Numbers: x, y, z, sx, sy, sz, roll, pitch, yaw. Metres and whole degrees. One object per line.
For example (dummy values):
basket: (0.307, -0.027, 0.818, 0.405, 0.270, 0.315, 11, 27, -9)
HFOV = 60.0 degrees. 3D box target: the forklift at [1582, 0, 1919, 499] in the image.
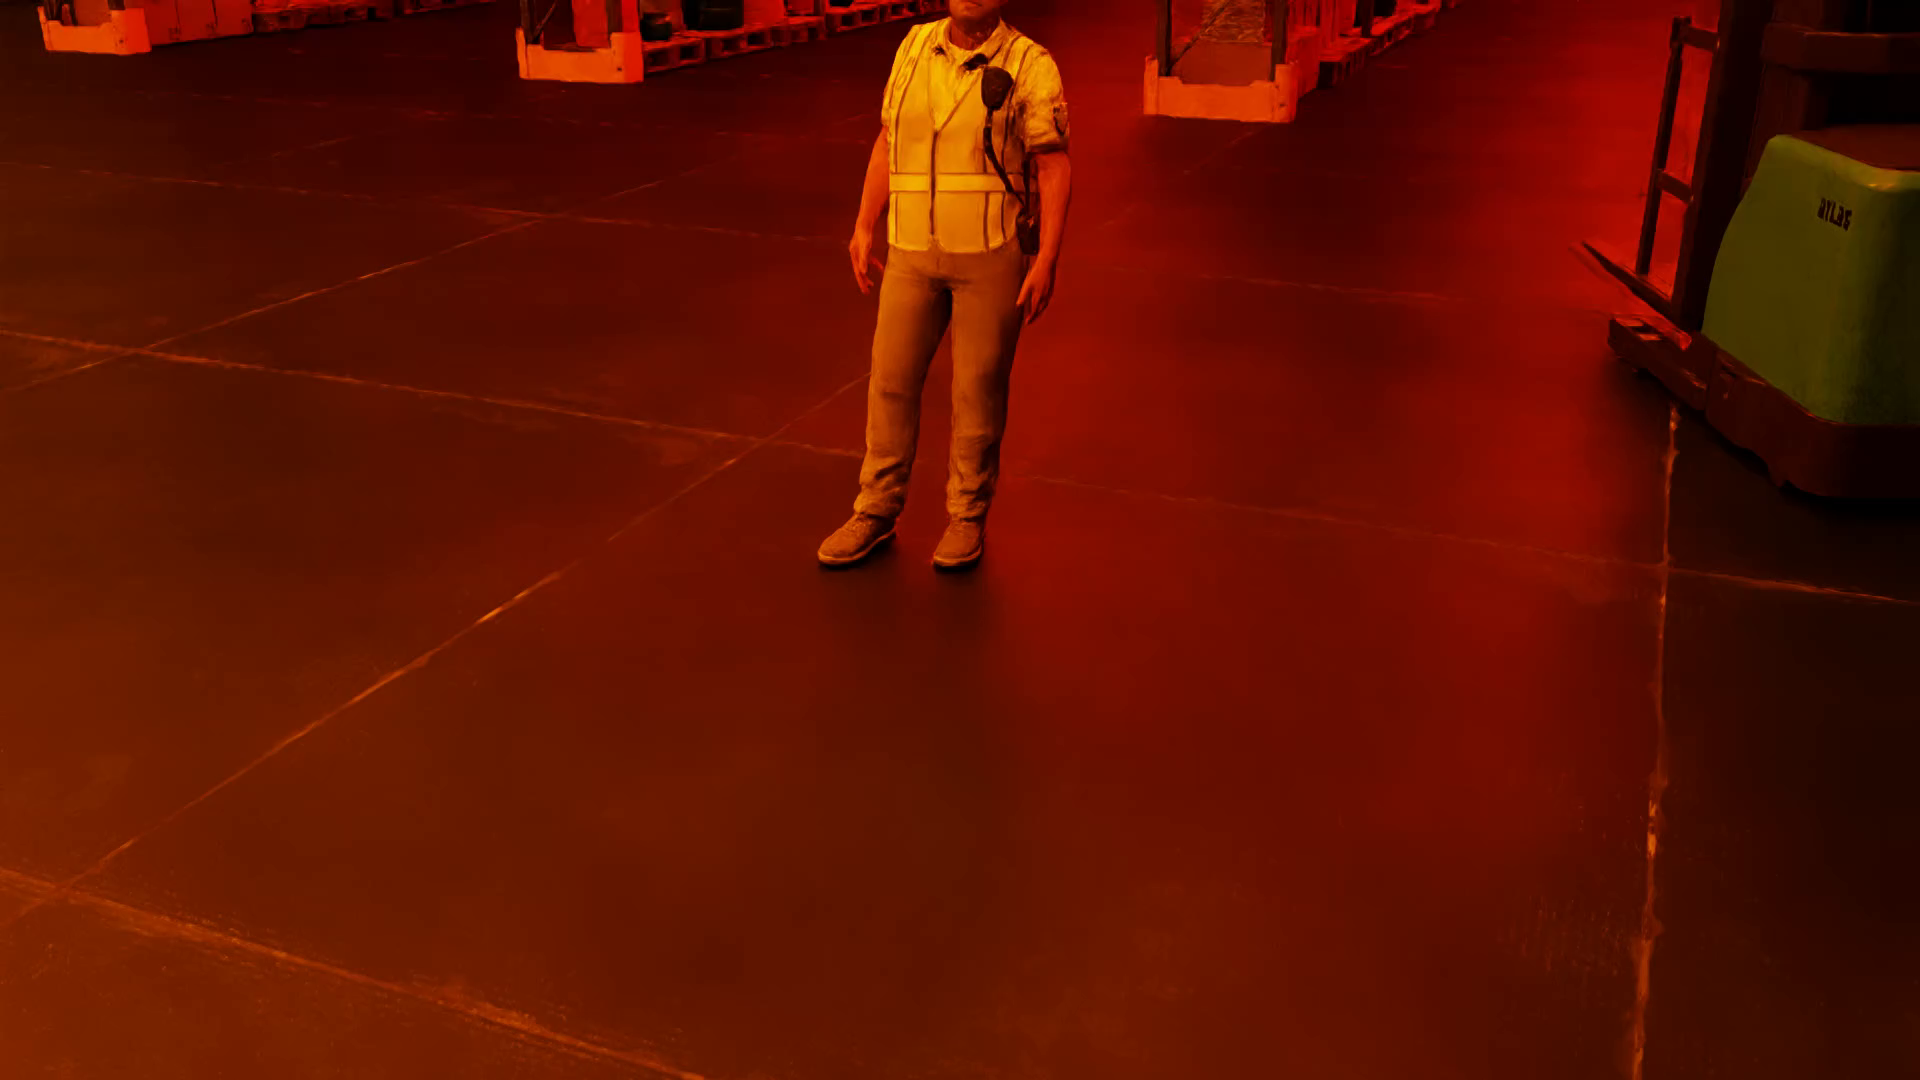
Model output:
forklift: (3.251, -1.993, 6.061, 1.130, 2.935, 3.031, 1, 23, 2)

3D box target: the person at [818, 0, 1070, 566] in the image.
person: (-0.041, -0.802, 4.685, 0.640, 1.778, 0.574, 9, 24, 21)
